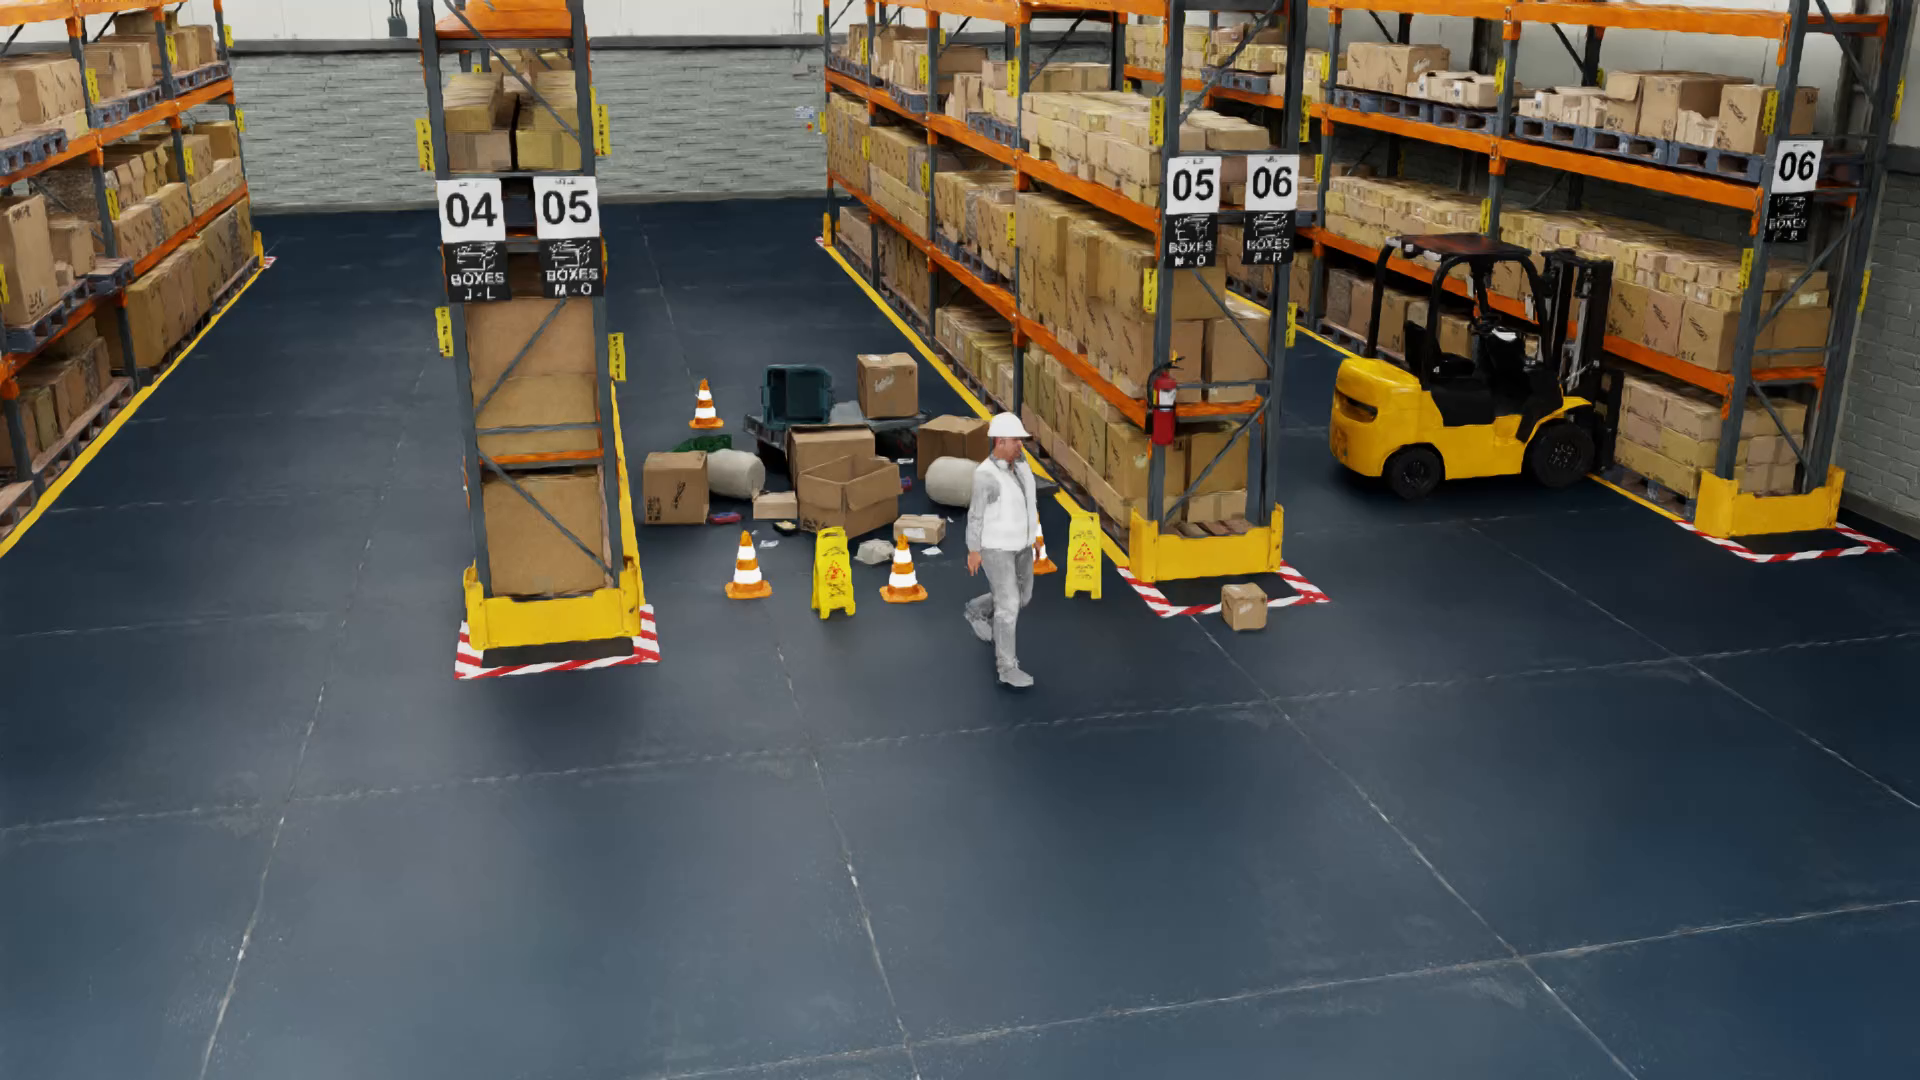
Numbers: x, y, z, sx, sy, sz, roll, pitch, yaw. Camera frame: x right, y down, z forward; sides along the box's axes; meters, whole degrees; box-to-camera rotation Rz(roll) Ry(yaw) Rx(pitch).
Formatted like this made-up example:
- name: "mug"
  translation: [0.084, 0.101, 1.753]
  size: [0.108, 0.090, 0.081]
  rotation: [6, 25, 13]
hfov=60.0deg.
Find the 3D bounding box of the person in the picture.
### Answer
- name: "person"
  translation: [0.275, 0.019, 10.989]
  size: [0.833, 1.755, 0.584]
  rotation: [13, 23, 33]
